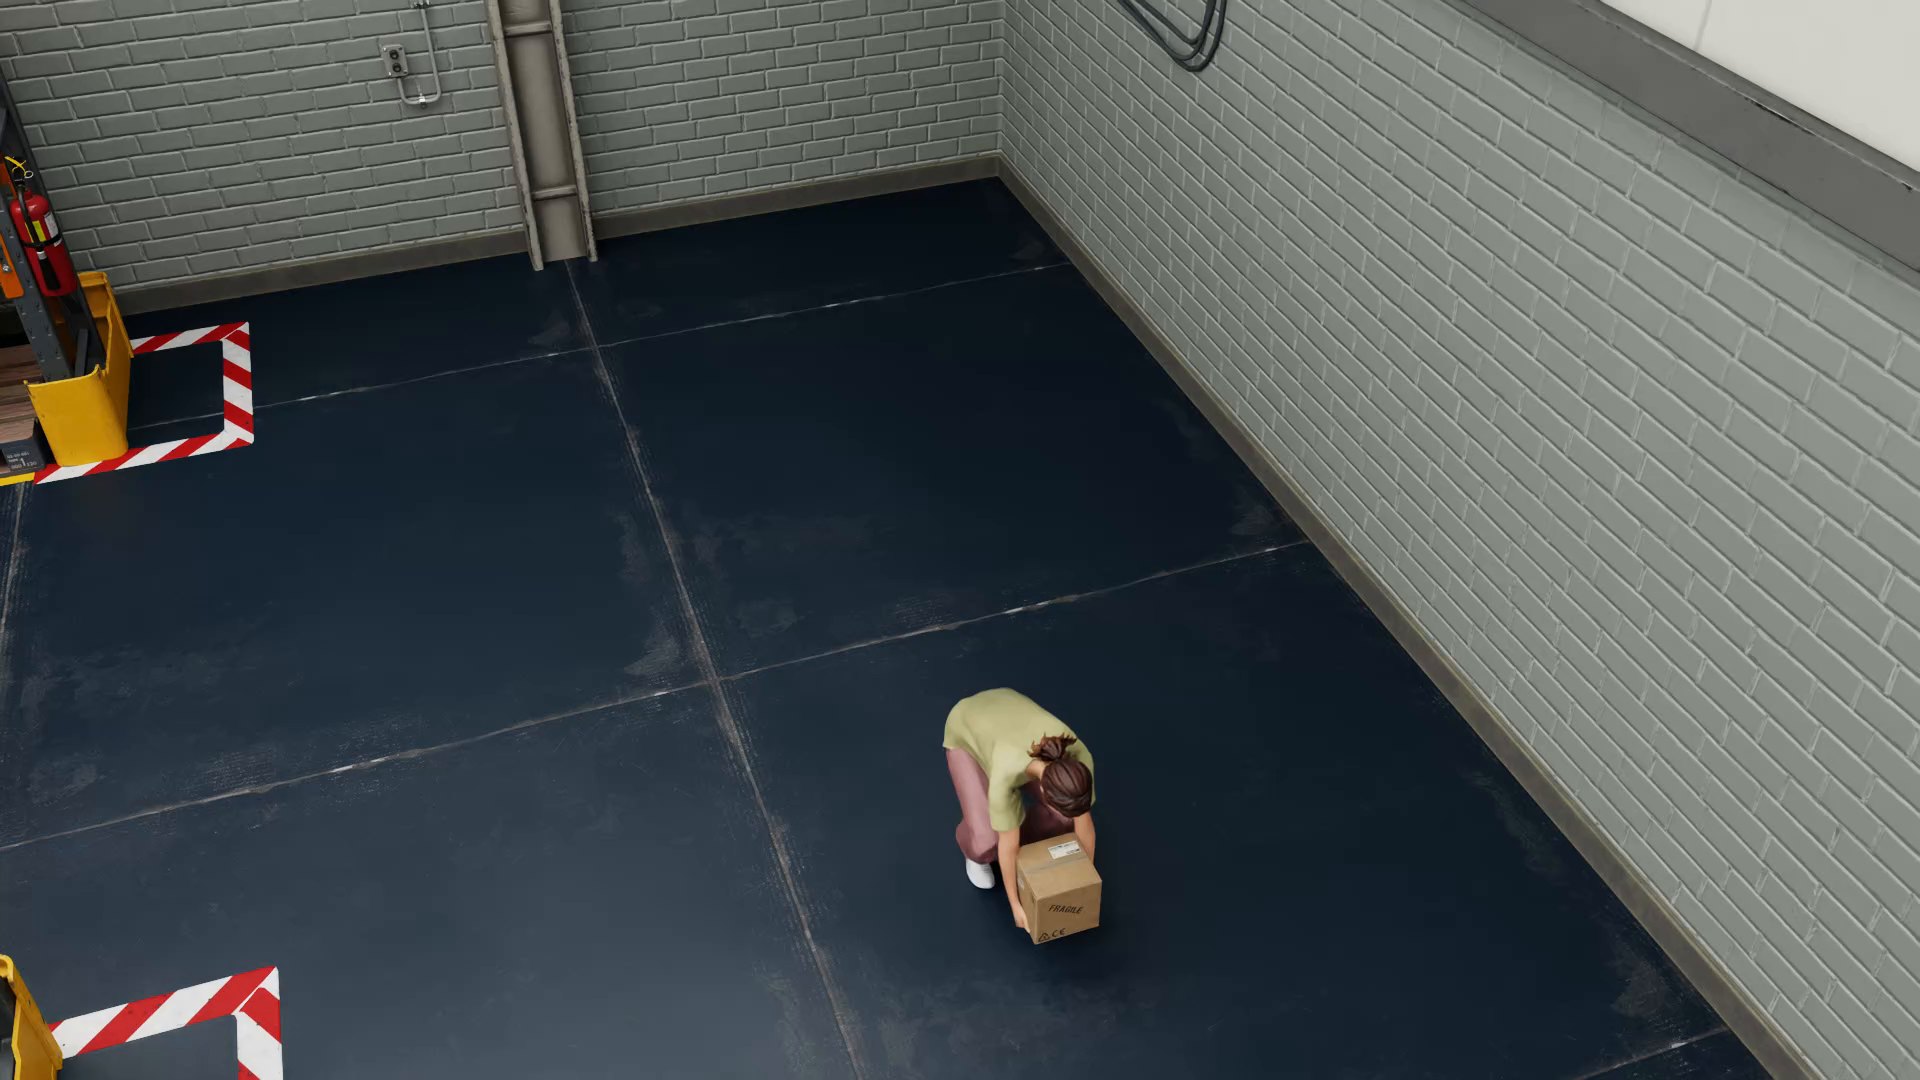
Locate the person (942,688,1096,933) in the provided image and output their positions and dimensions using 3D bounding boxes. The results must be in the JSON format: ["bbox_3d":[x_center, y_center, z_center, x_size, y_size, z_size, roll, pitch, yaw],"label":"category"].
[{"bbox_3d":[0.226,0.960,6.161,0.455,0.929,0.836,-14,40,-17],"label":"person"}]
